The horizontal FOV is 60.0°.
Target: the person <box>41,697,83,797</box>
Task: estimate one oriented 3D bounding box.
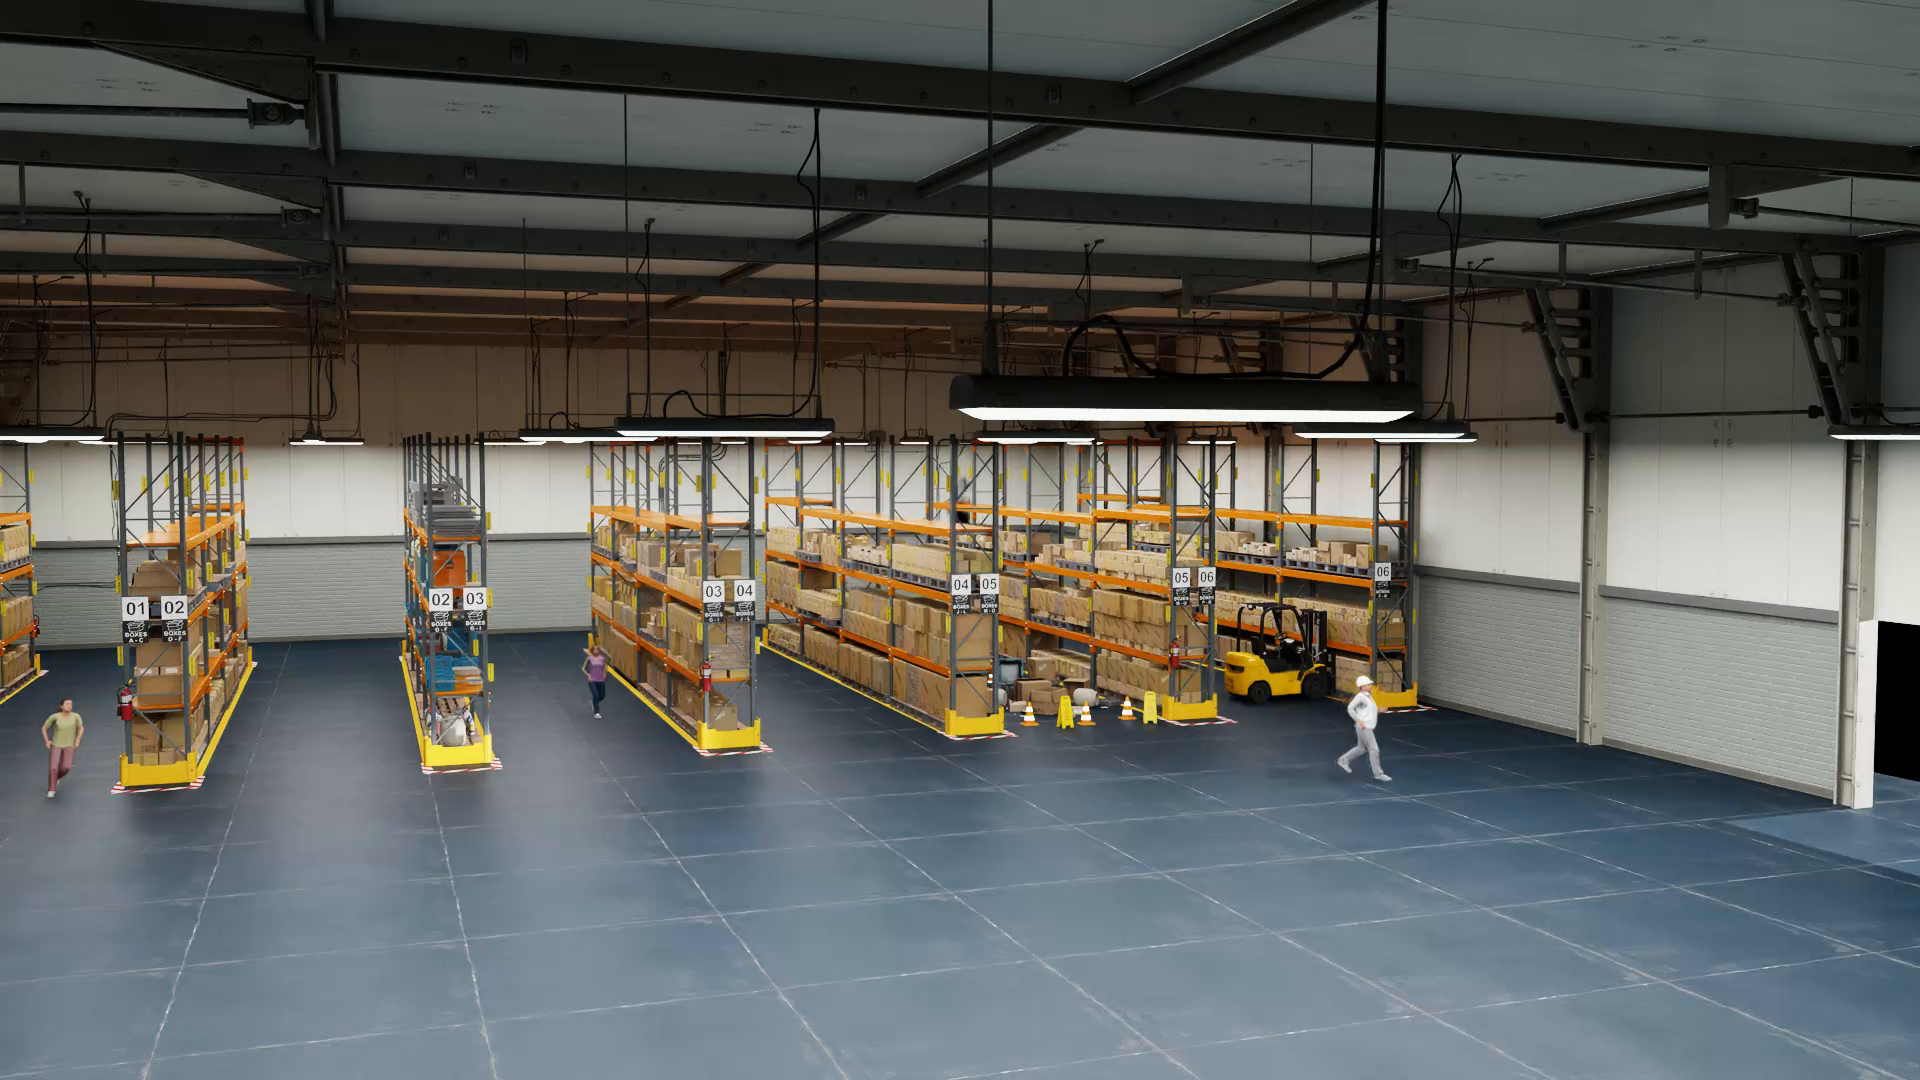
[{"bbox_3d":[-14.820,3.401,27.487,0.623,1.609,0.553,-2,4,-35],"label":"person"}]

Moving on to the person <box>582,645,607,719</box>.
[{"bbox_3d":[-7.750,2.990,35.285,0.538,1.549,0.608,-2,4,-30],"label":"person"}]

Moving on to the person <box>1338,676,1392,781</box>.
[{"bbox_3d":[6.978,3.222,28.631,0.960,1.761,0.653,1,3,24],"label":"person"}]
